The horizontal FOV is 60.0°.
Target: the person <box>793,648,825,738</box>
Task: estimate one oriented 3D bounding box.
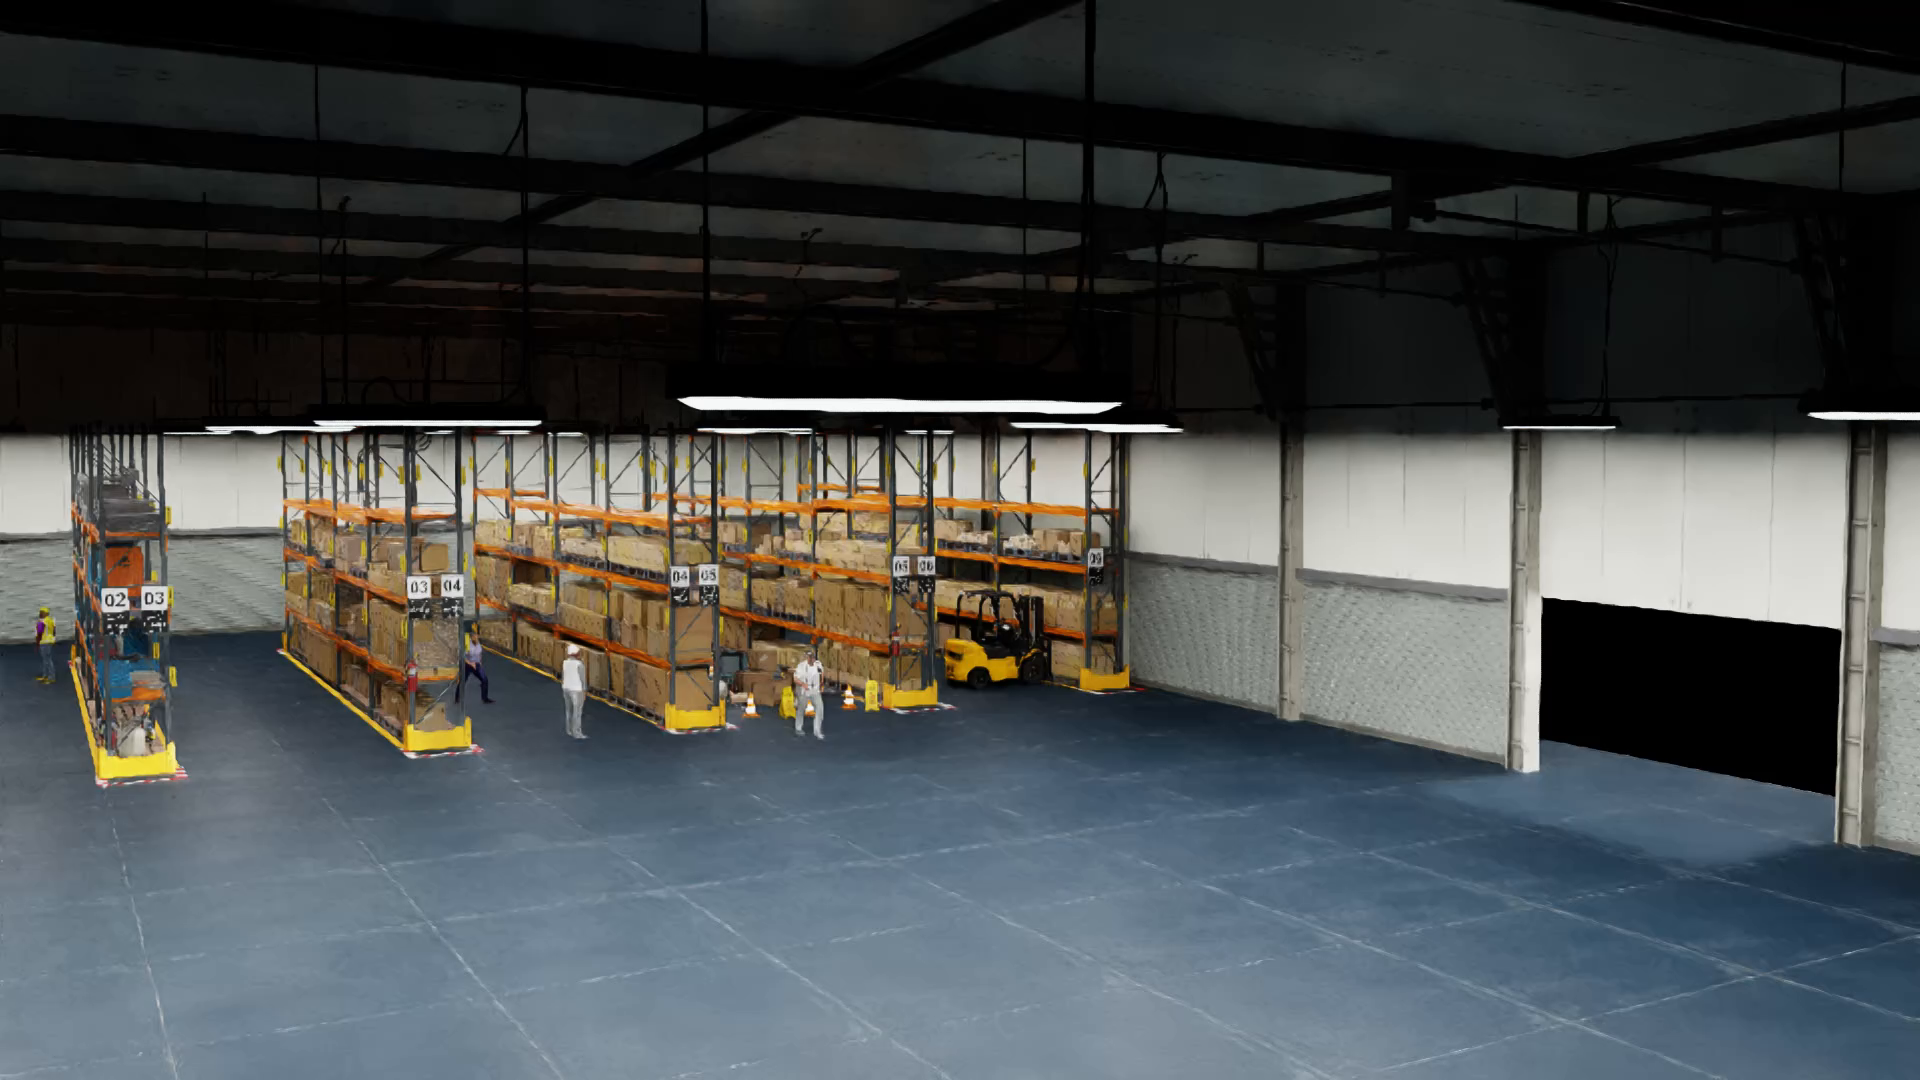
[{"bbox_3d":[-2.880,2.905,31.828,0.686,1.709,0.867,-2,4,-24],"label":"person"}]

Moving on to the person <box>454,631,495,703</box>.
[{"bbox_3d":[-10.477,2.720,35.701,0.818,1.581,0.656,3,5,44],"label":"person"}]

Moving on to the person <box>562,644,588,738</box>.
[{"bbox_3d":[-7.319,2.867,31.696,0.584,1.768,0.450,2,4,31],"label":"person"}]

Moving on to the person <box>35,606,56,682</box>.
[{"bbox_3d":[-21.436,2.422,38.932,0.574,1.764,0.669,0,4,-2],"label":"person"}]

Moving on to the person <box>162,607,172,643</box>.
[{"bbox_3d":[-21.822,2.125,45.354,0.625,1.611,0.575,-2,4,-32],"label":"person"}]
